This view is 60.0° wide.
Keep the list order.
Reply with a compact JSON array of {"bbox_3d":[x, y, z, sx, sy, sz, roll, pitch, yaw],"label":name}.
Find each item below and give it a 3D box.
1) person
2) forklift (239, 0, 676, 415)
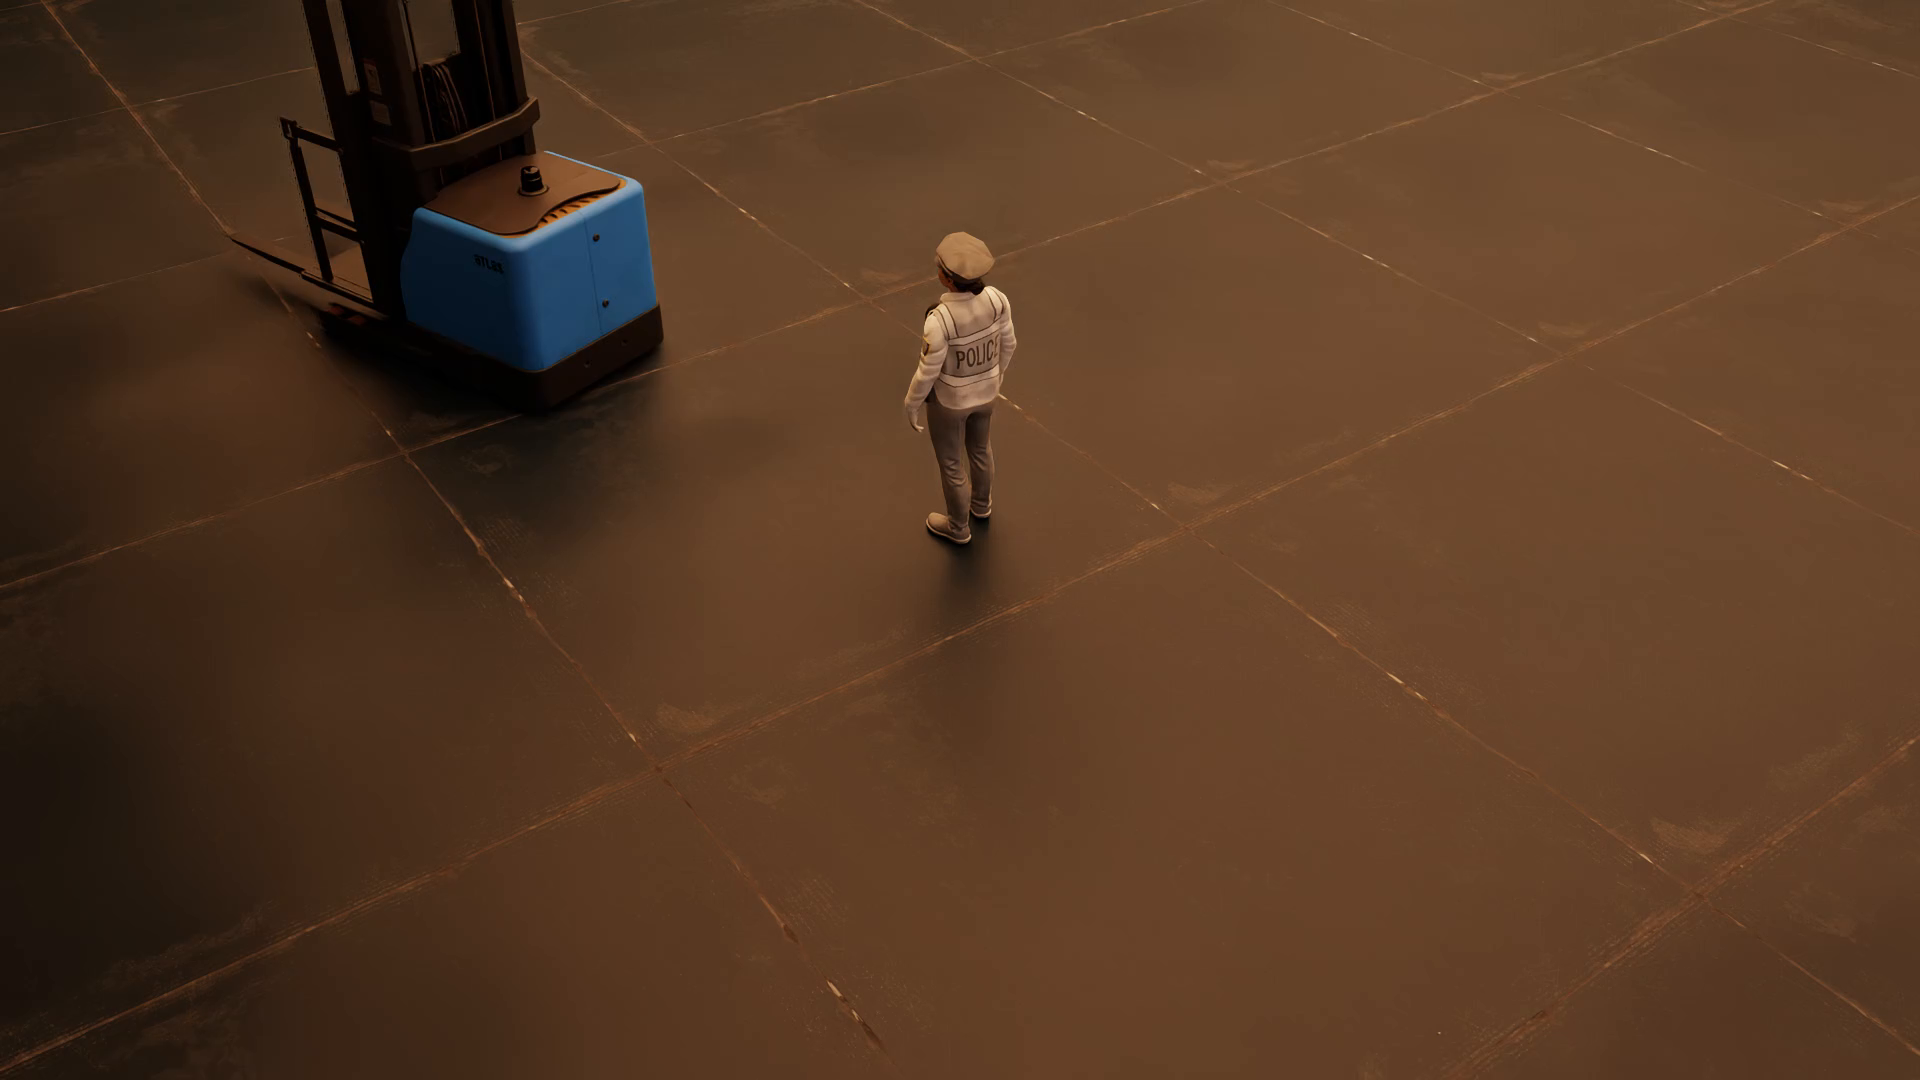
[{"bbox_3d":[-0.034,-0.722,7.949,0.588,1.696,0.532,-23,42,-28],"label":"person"},{"bbox_3d":[-3.182,-2.562,9.409,3.031,2.935,1.130,23,42,27],"label":"forklift"}]
